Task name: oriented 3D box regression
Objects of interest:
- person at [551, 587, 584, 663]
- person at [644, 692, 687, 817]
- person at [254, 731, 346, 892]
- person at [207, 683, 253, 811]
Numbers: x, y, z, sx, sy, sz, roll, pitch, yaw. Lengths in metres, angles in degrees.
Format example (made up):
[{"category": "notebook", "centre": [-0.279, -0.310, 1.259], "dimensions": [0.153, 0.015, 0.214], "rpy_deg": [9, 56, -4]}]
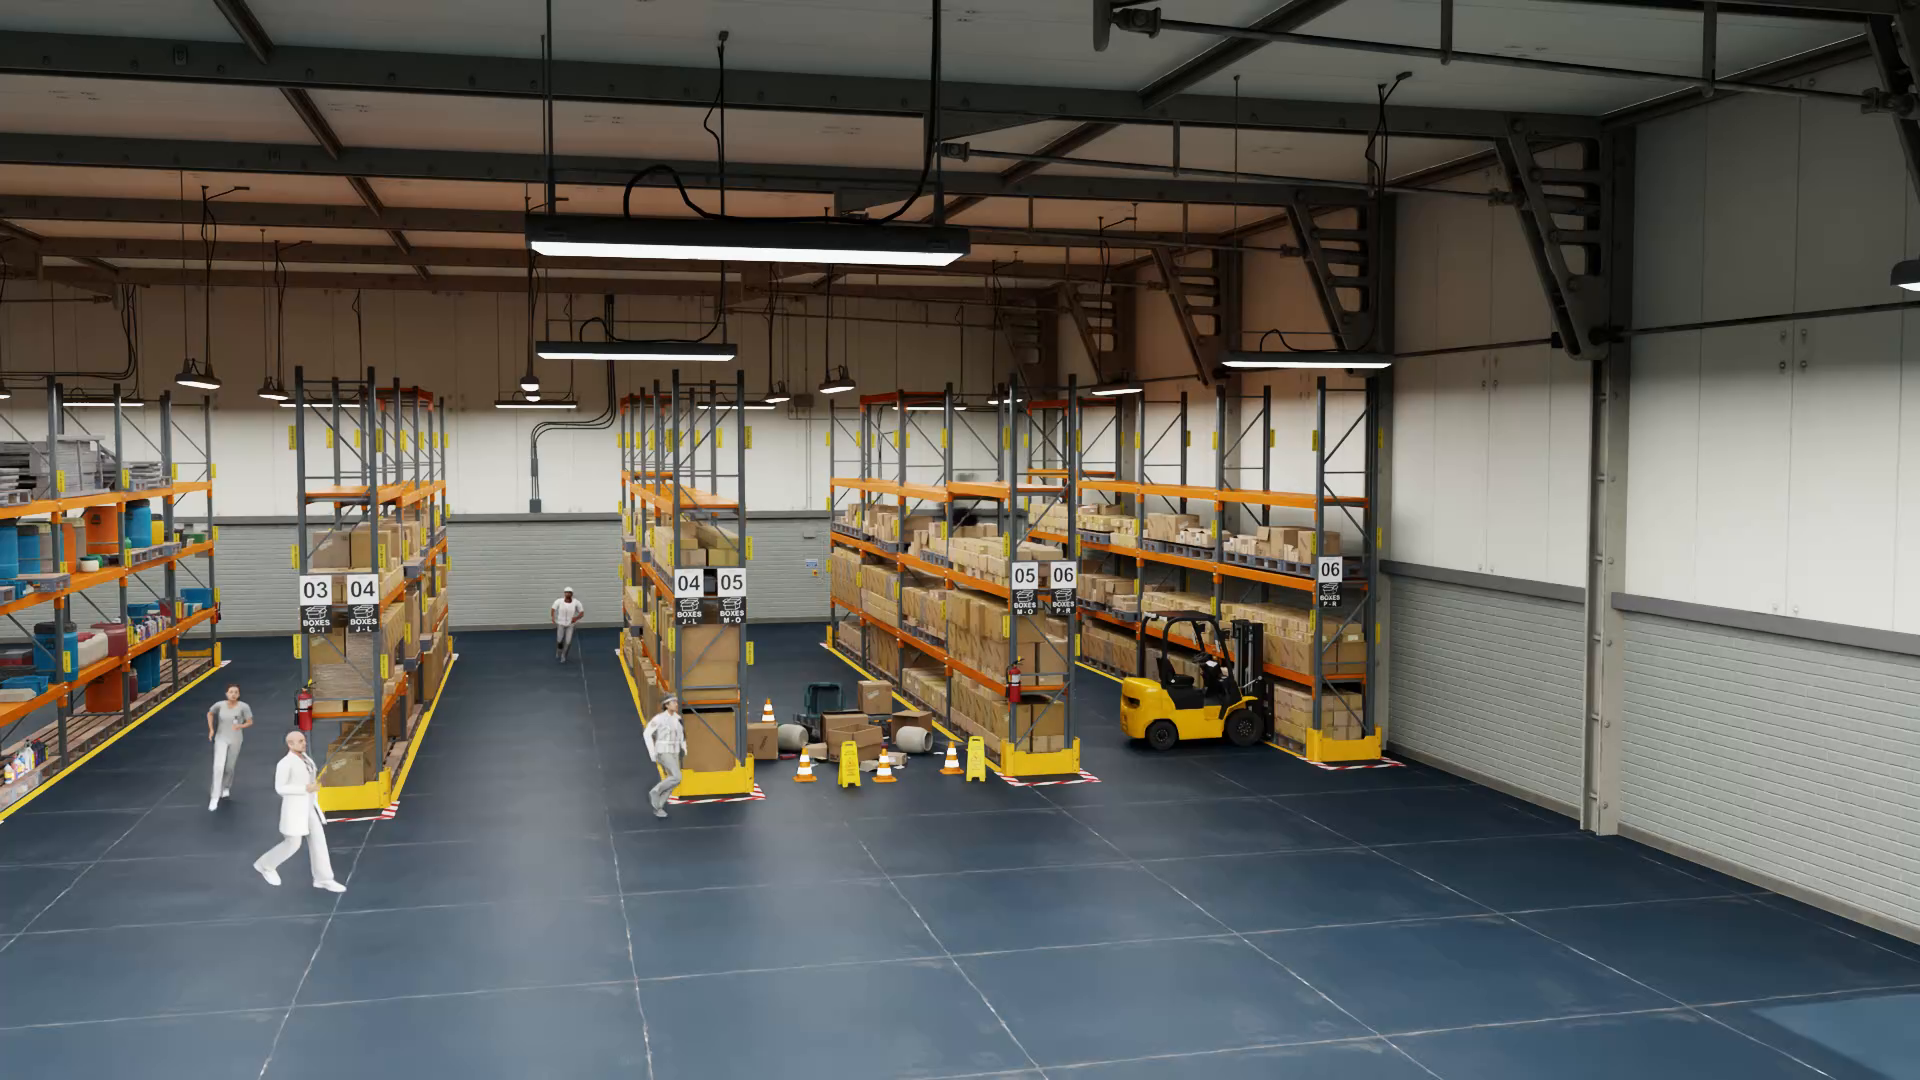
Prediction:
[{"category": "person", "centre": [-8.859, 1.910, 37.505], "dimensions": [0.744, 1.714, 0.535], "rpy_deg": [-1, 3, -8]}, {"category": "person", "centre": [-3.855, 2.861, 22.257], "dimensions": [0.506, 1.631, 0.621], "rpy_deg": [2, 4, 31]}, {"category": "person", "centre": [-7.311, 2.996, 18.365], "dimensions": [1.049, 1.781, 0.707], "rpy_deg": [1, 3, 13]}, {"category": "person", "centre": [-10.074, 2.811, 22.955], "dimensions": [0.588, 1.694, 0.826], "rpy_deg": [-2, 4, -25]}]
